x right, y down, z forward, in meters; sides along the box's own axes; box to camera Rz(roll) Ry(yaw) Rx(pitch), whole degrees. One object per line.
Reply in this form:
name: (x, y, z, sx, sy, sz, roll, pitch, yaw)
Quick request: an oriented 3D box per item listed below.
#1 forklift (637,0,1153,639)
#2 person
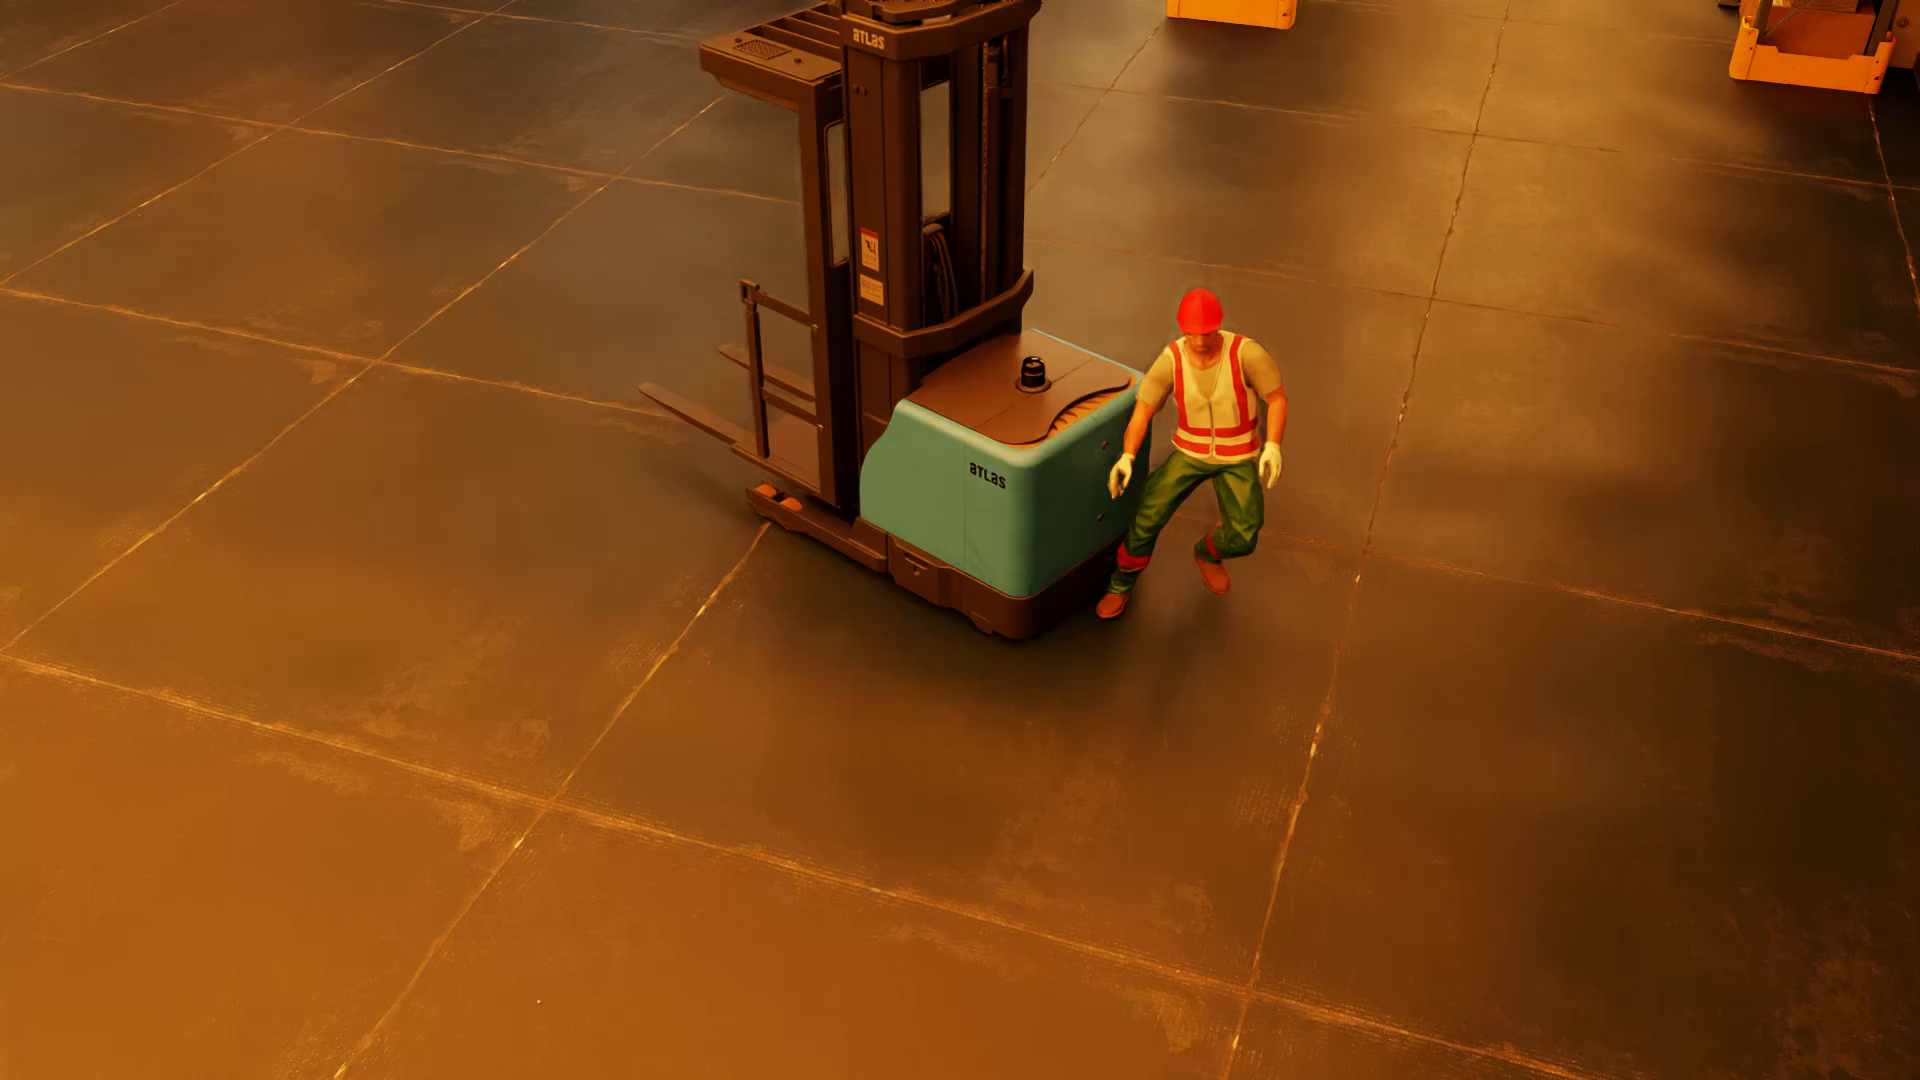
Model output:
forklift: (-0.493, -1.450, 8.156, 3.031, 2.935, 1.130, 27, 44, 33)
person: (1.098, -0.355, 7.741, 0.808, 1.646, 0.667, 8, 36, 11)
